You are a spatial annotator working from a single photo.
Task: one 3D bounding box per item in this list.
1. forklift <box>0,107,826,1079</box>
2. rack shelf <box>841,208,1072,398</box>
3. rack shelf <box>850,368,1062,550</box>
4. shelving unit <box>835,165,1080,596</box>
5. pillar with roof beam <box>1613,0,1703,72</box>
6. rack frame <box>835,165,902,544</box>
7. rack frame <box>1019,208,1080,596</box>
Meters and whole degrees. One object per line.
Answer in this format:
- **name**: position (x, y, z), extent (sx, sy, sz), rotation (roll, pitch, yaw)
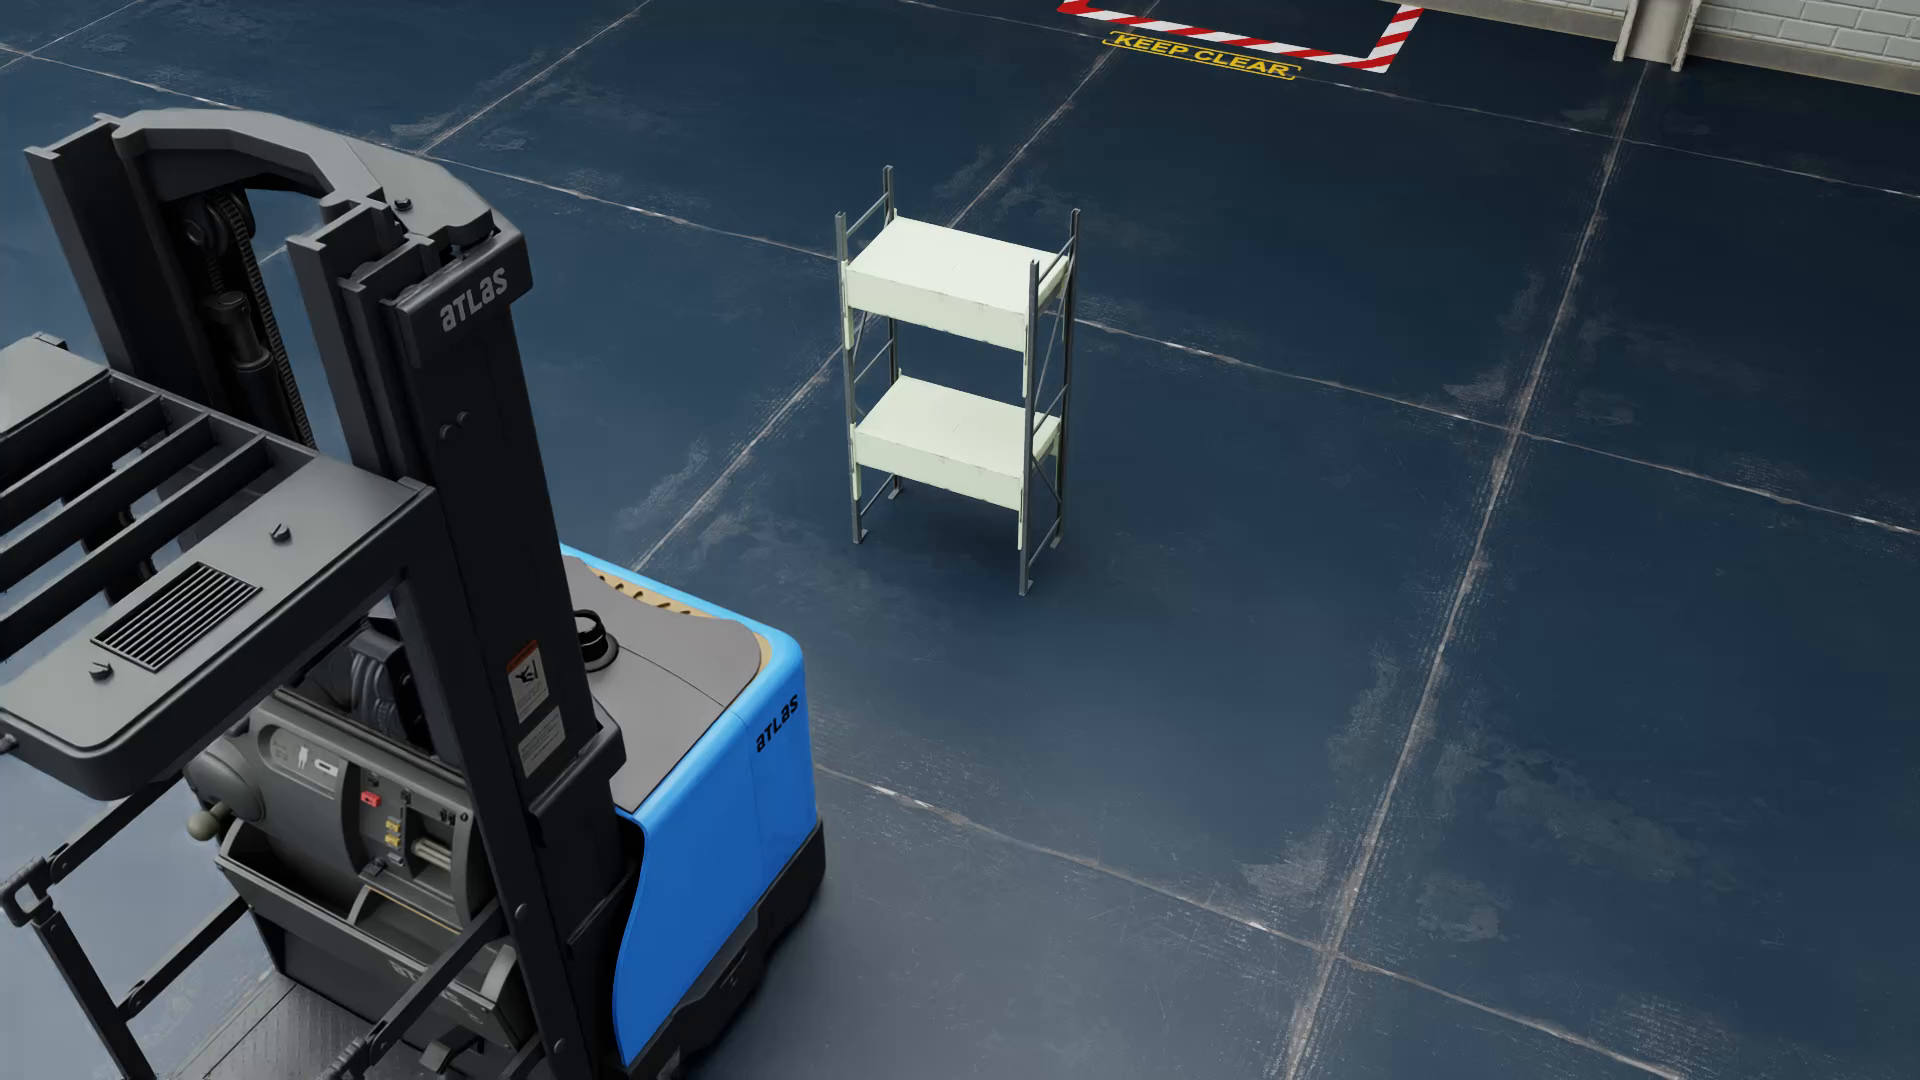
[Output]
- **forklift**: position (-1.586, 0.685, 3.721), extent (1.130, 2.935, 3.031), rotation (20, 45, 21)
- **rack shelf**: position (-0.006, -0.863, 6.005), extent (0.720, 0.370, 0.431), rotation (17, 44, 19)
- **rack shelf**: position (-0.006, -0.322, 6.474), extent (0.720, 0.370, 0.431), rotation (17, 44, 19)
- **shelving unit**: position (-0.006, -0.569, 6.261), extent (0.755, 1.500, 0.431), rotation (17, 44, 19)
- **pillar with roof beam**: position (2.397, -3.805, 4.269), extent (0.400, 9.000, 9.100), rotation (17, 44, 19)
- **rack frame**: position (-0.338, -0.670, 6.378), extent (0.023, 1.500, 0.400), rotation (17, 44, 19)
- **rack frame**: position (0.326, -0.467, 6.144), extent (0.023, 1.500, 0.400), rotation (17, 44, 19)
